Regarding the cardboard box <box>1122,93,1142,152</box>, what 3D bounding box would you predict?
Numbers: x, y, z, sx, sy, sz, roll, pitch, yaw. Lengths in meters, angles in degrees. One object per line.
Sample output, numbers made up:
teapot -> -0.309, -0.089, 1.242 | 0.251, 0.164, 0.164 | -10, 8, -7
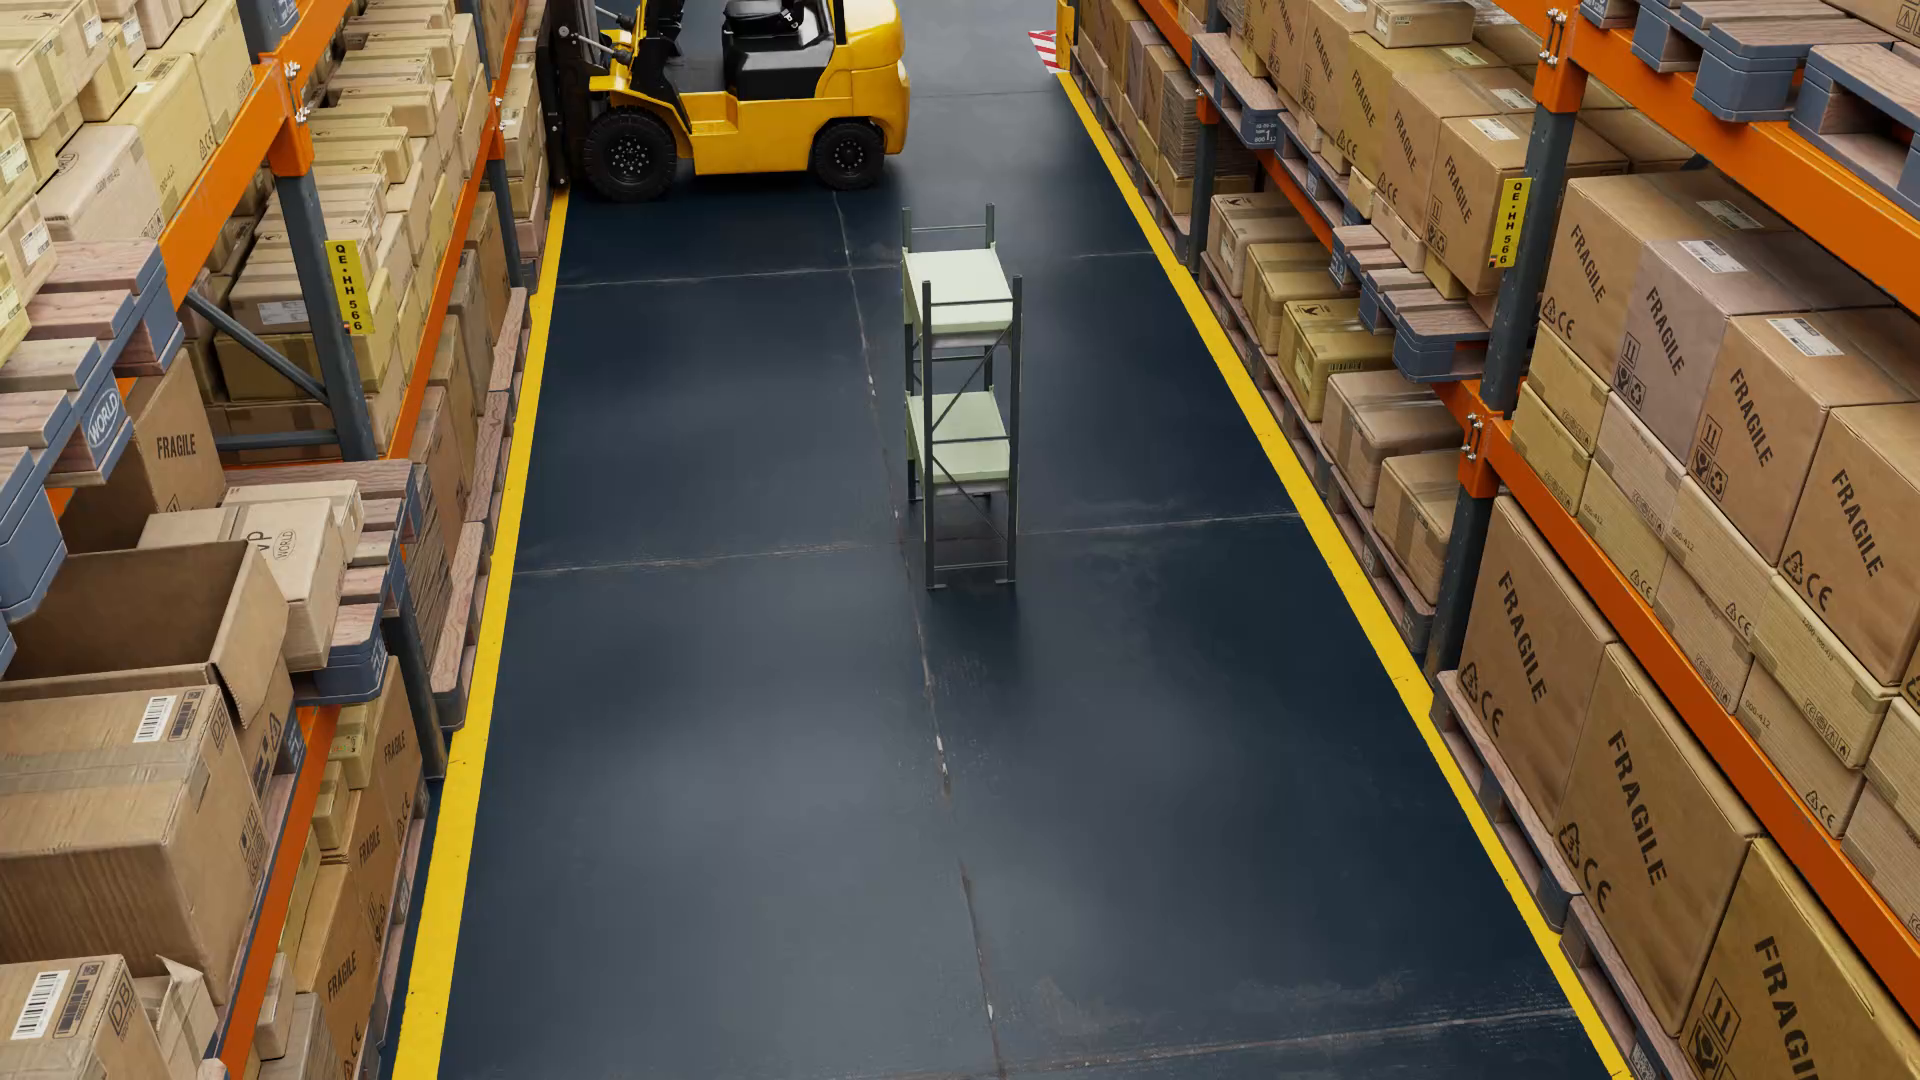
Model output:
cardboard box -> 1.403, -2.850, 11.337 | 0.500, 0.250, 0.500 | -4, 34, -6

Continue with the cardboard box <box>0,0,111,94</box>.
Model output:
cardboard box -> -2.008, -1.025, 3.442 | 0.380, 0.149, 0.250 | -5, 35, -7

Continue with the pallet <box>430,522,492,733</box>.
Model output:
pallet -> -2.558, 0.377, 7.009 | 1.003, 0.211, 1.213 | -4, 35, -6

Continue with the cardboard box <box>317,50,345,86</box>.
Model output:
cardboard box -> -3.152, -2.106, 7.865 | 0.500, 0.250, 0.500 | -5, 35, -7

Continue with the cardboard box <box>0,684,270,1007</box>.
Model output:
cardboard box -> -1.966, 0.691, 3.611 | 0.700, 0.500, 0.500 | -5, 35, -7

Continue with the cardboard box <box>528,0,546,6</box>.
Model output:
cardboard box -> -3.116, -3.710, 11.711 | 0.500, 0.250, 0.500 | -4, 34, -6

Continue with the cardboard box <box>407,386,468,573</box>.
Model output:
cardboard box -> -2.652, -0.218, 7.142 | 0.875, 0.625, 0.625 | -3, 34, -5

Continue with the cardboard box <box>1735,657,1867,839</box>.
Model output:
cardboard box -> 2.470, 0.517, 4.461 | 0.500, 0.250, 0.500 | -4, 35, -6

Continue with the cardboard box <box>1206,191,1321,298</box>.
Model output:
cardboard box -> 1.967, -1.718, 9.568 | 0.950, 0.372, 0.625 | -4, 34, -6

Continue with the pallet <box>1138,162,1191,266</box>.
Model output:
pallet -> 1.769, -2.143, 10.707 | 1.003, 0.211, 1.213 | -4, 35, -6

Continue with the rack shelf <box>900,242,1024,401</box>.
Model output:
rack shelf -> -0.001, -0.946, 7.113 | 0.431, 0.370, 0.720 | -4, 35, -6

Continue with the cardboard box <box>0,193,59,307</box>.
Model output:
cardboard box -> -1.826, -0.484, 2.894 | 0.380, 0.149, 0.250 | -4, 34, -5

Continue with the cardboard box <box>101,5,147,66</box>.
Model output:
cardboard box -> -2.174, -1.181, 3.934 | 0.380, 0.149, 0.250 | -4, 34, -5

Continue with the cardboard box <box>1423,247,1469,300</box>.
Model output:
cardboard box -> 2.047, -1.070, 6.506 | 0.380, 0.149, 0.250 | -4, 34, -6

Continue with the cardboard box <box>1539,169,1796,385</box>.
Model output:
cardboard box -> 2.256, -0.851, 5.359 | 0.500, 0.500, 0.500 | -5, 35, -8

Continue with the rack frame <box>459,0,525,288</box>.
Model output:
rack frame -> -3.024, -2.545, 8.821 | 1.000, 3.000, 0.127 | -4, 35, -6

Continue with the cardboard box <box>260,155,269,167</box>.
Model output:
cardboard box -> -2.956, -1.644, 6.833 | 0.380, 0.149, 0.250 | -3, 34, -5

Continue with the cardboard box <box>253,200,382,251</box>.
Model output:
cardboard box -> -2.334, -1.113, 6.054 | 0.380, 0.149, 0.250 | -3, 34, -5

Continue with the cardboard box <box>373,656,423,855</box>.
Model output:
cardboard box -> -2.216, 0.766, 5.809 | 0.500, 0.500, 0.500 | -3, 34, -5

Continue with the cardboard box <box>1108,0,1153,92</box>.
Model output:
cardboard box -> 1.329, -3.446, 11.546 | 0.500, 0.500, 0.500 | -4, 34, -5

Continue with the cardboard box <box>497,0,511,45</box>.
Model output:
cardboard box -> -2.911, -3.143, 9.609 | 0.500, 0.500, 0.500 | -4, 34, -6

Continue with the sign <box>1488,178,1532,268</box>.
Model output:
sign -> 1.896, -1.090, 5.728 | 0.100, 0.325, 0.005 | -4, 35, -6

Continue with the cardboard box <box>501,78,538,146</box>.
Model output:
cardboard box -> -2.836, -2.575, 10.046 | 0.500, 0.250, 0.500 | -4, 35, -6

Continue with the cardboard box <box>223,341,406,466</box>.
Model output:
cardboard box -> -2.303, -0.517, 5.978 | 0.500, 0.250, 0.500 | -4, 35, -6

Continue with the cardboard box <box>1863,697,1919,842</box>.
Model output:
cardboard box -> 2.520, 0.602, 3.892 | 0.500, 0.250, 0.500 | -4, 34, -5

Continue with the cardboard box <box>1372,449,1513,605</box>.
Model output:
cardboard box -> 2.366, -0.094, 7.185 | 0.950, 0.372, 0.625 | -7, 35, -10

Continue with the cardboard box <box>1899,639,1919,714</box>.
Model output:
cardboard box -> 2.536, 0.284, 3.693 | 0.500, 0.500, 0.500 | -3, 34, -5

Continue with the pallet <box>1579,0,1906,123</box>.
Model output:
pallet -> 2.572, -1.497, 4.787 | 1.213, 0.211, 1.003 | -3, 34, -4

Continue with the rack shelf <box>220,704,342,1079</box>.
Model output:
rack shelf -> -2.217, 1.101, 4.110 | 1.077, 0.370, 4.000 | -4, 35, -6

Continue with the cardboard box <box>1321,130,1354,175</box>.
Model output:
cardboard box -> 1.868, -1.784, 7.555 | 0.380, 0.149, 0.250 | -5, 35, -8

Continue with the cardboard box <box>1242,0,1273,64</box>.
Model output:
cardboard box -> 1.741, -2.698, 8.319 | 0.500, 0.500, 0.500 | -4, 35, -6

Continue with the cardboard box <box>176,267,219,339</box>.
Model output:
cardboard box -> -2.730, -0.788, 5.578 | 0.380, 0.149, 0.250 | -3, 34, -5

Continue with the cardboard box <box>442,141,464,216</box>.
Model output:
cardboard box -> -2.587, -1.662, 7.658 | 0.500, 0.250, 0.500 | -4, 34, -6

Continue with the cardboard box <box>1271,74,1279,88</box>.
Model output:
cardboard box -> 1.795, -2.368, 8.411 | 0.380, 0.149, 0.250 | -2, 34, -3

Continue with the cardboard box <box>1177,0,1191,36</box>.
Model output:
cardboard box -> 1.509, -3.114, 9.879 | 0.380, 0.149, 0.250 | -4, 34, -5

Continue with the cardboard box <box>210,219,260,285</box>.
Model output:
cardboard box -> -2.892, -0.972, 6.202 | 0.500, 0.250, 0.500 | -4, 34, -6

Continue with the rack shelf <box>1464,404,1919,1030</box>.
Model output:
rack shelf -> 2.701, 0.723, 4.665 | 1.077, 0.370, 4.000 | -4, 35, -6

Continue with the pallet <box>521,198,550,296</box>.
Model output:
pallet -> -3.089, -1.840, 10.262 | 1.003, 0.211, 1.213 | -4, 35, -6

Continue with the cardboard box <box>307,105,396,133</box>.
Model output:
cardboard box -> -2.551, -1.679, 6.886 | 0.380, 0.149, 0.250 | -4, 35, -6

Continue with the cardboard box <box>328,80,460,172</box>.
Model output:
cardboard box -> -2.565, -1.863, 7.509 | 0.500, 0.250, 0.500 | -4, 34, -5

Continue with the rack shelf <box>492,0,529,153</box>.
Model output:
rack shelf -> -3.293, -3.364, 10.661 | 1.077, 0.370, 4.000 | -4, 35, -6

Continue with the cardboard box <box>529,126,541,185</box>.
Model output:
cardboard box -> -2.852, -2.363, 10.179 | 0.500, 0.250, 0.500 | -5, 35, -7

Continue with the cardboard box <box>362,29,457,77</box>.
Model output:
cardboard box -> -2.557, -2.260, 7.739 | 0.380, 0.149, 0.250 | -5, 35, -8

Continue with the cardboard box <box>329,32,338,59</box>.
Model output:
cardboard box -> -3.172, -2.349, 7.868 | 0.380, 0.149, 0.250 | -4, 35, -7

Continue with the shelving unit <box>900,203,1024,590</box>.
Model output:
shelving unit -> -0.001, -0.623, 7.333 | 0.431, 1.500, 0.755 | -4, 35, -6

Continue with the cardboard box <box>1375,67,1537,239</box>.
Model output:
cardboard box -> 2.015, -1.549, 6.633 | 0.500, 0.500, 0.500 | -5, 35, -7

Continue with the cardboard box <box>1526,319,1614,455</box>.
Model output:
cardboard box -> 2.256, -0.534, 5.559 | 0.500, 0.250, 0.500 | -5, 35, -7

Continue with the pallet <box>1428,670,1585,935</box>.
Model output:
pallet -> 2.464, 0.907, 6.231 | 1.003, 0.211, 1.213 | -4, 35, -6

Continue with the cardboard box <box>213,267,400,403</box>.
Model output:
cardboard box -> -2.278, -0.725, 5.840 | 0.500, 0.250, 0.500 | -4, 35, -6

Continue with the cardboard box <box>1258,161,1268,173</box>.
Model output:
cardboard box -> 2.083, -2.620, 10.333 | 0.500, 0.500, 0.500 | -3, 34, -4

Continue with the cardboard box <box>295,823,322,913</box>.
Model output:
cardboard box -> -2.119, 0.986, 4.910 | 0.380, 0.149, 0.250 | -3, 34, -5

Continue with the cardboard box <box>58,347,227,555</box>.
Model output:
cardboard box -> -2.571, -0.228, 4.960 | 0.500, 0.500, 0.500 | -3, 34, -4

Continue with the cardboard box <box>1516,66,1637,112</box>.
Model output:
cardboard box -> 2.524, -1.587, 6.690 | 0.500, 0.500, 0.500 | -3, 34, -4

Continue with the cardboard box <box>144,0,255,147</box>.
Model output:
cardboard box -> -2.176, -1.222, 4.349 | 0.500, 0.250, 0.500 | -5, 35, -8

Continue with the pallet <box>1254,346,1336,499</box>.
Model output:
pallet -> 2.168, -0.654, 8.522 | 1.003, 0.211, 1.213 | -4, 35, -6

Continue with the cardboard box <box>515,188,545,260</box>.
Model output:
cardboard box -> -2.761, -1.877, 9.910 | 0.500, 0.250, 0.500 | -4, 34, -6
